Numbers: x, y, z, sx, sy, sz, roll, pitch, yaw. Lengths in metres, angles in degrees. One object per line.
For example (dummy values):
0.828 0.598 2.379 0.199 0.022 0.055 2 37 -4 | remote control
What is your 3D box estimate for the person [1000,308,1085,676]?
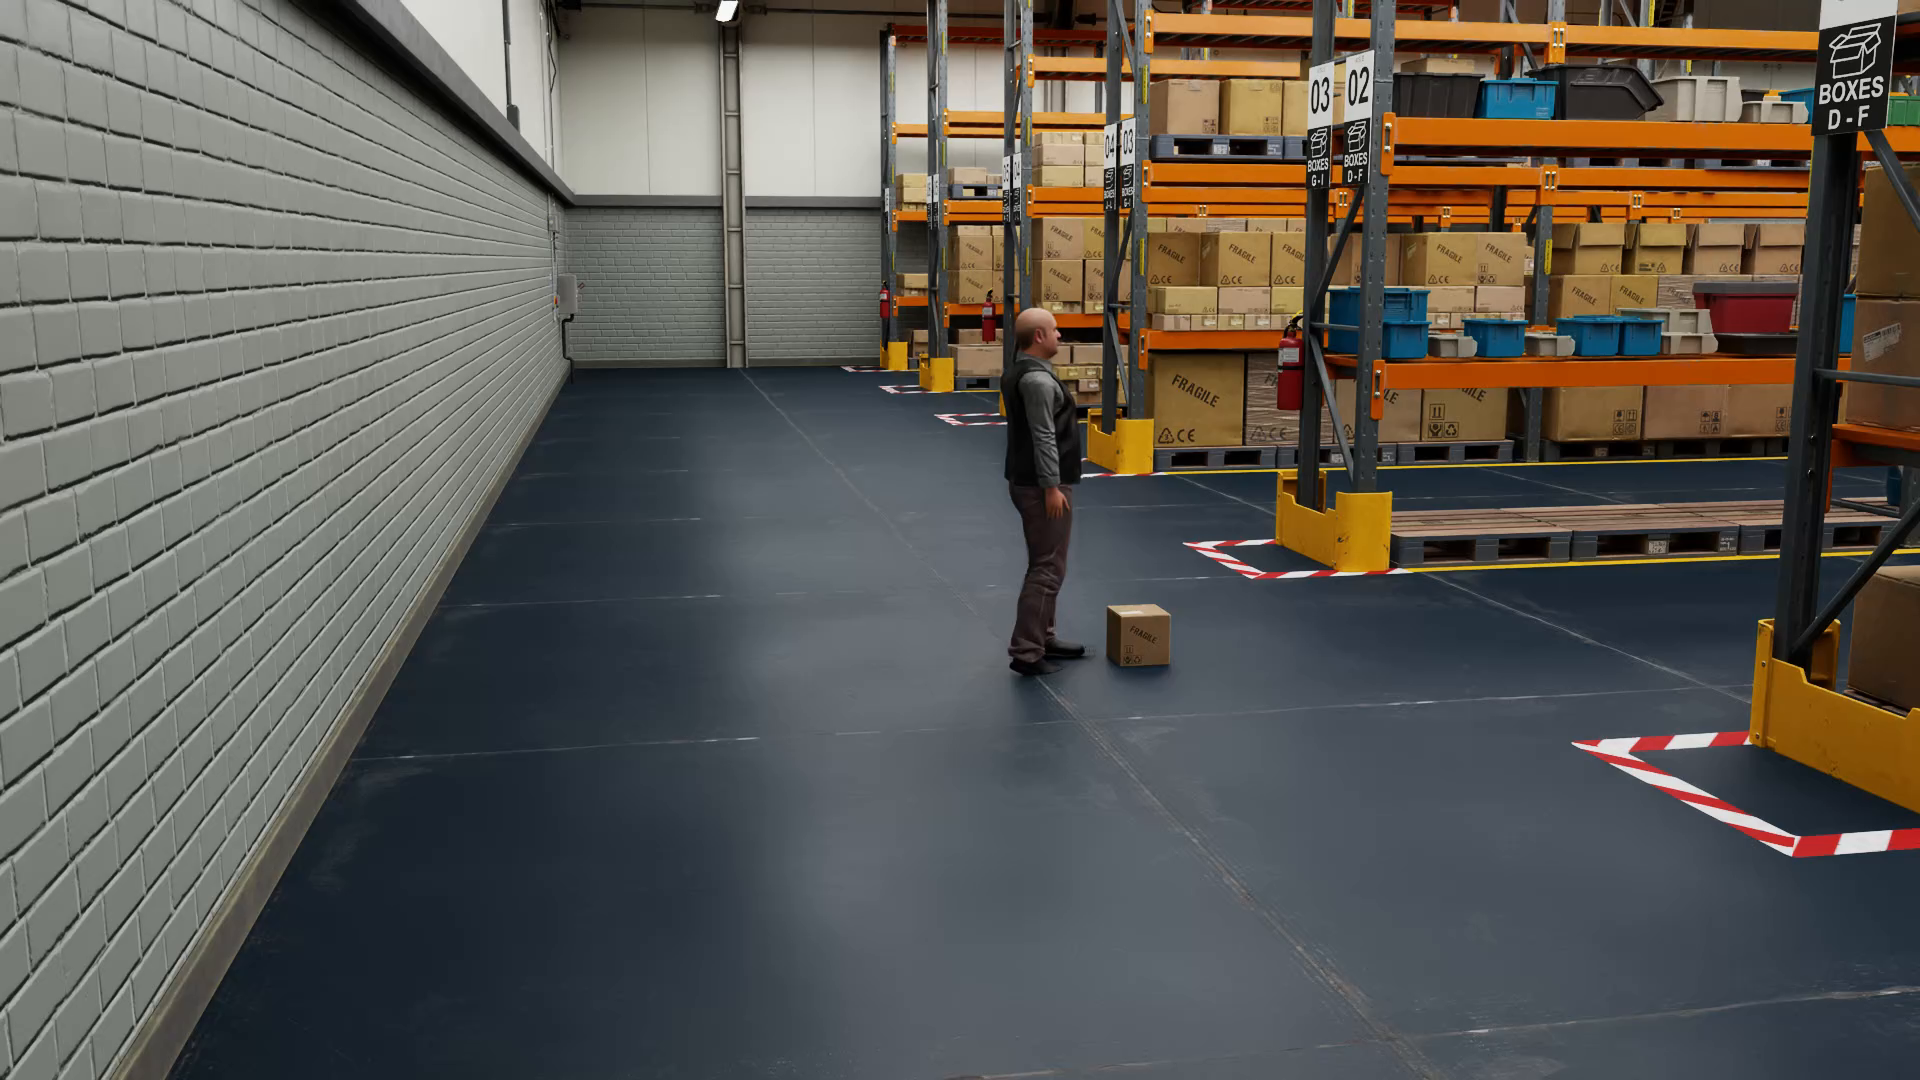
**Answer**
0.416 -0.226 7.976 0.452 1.760 0.540 -2 10 -10 | person
